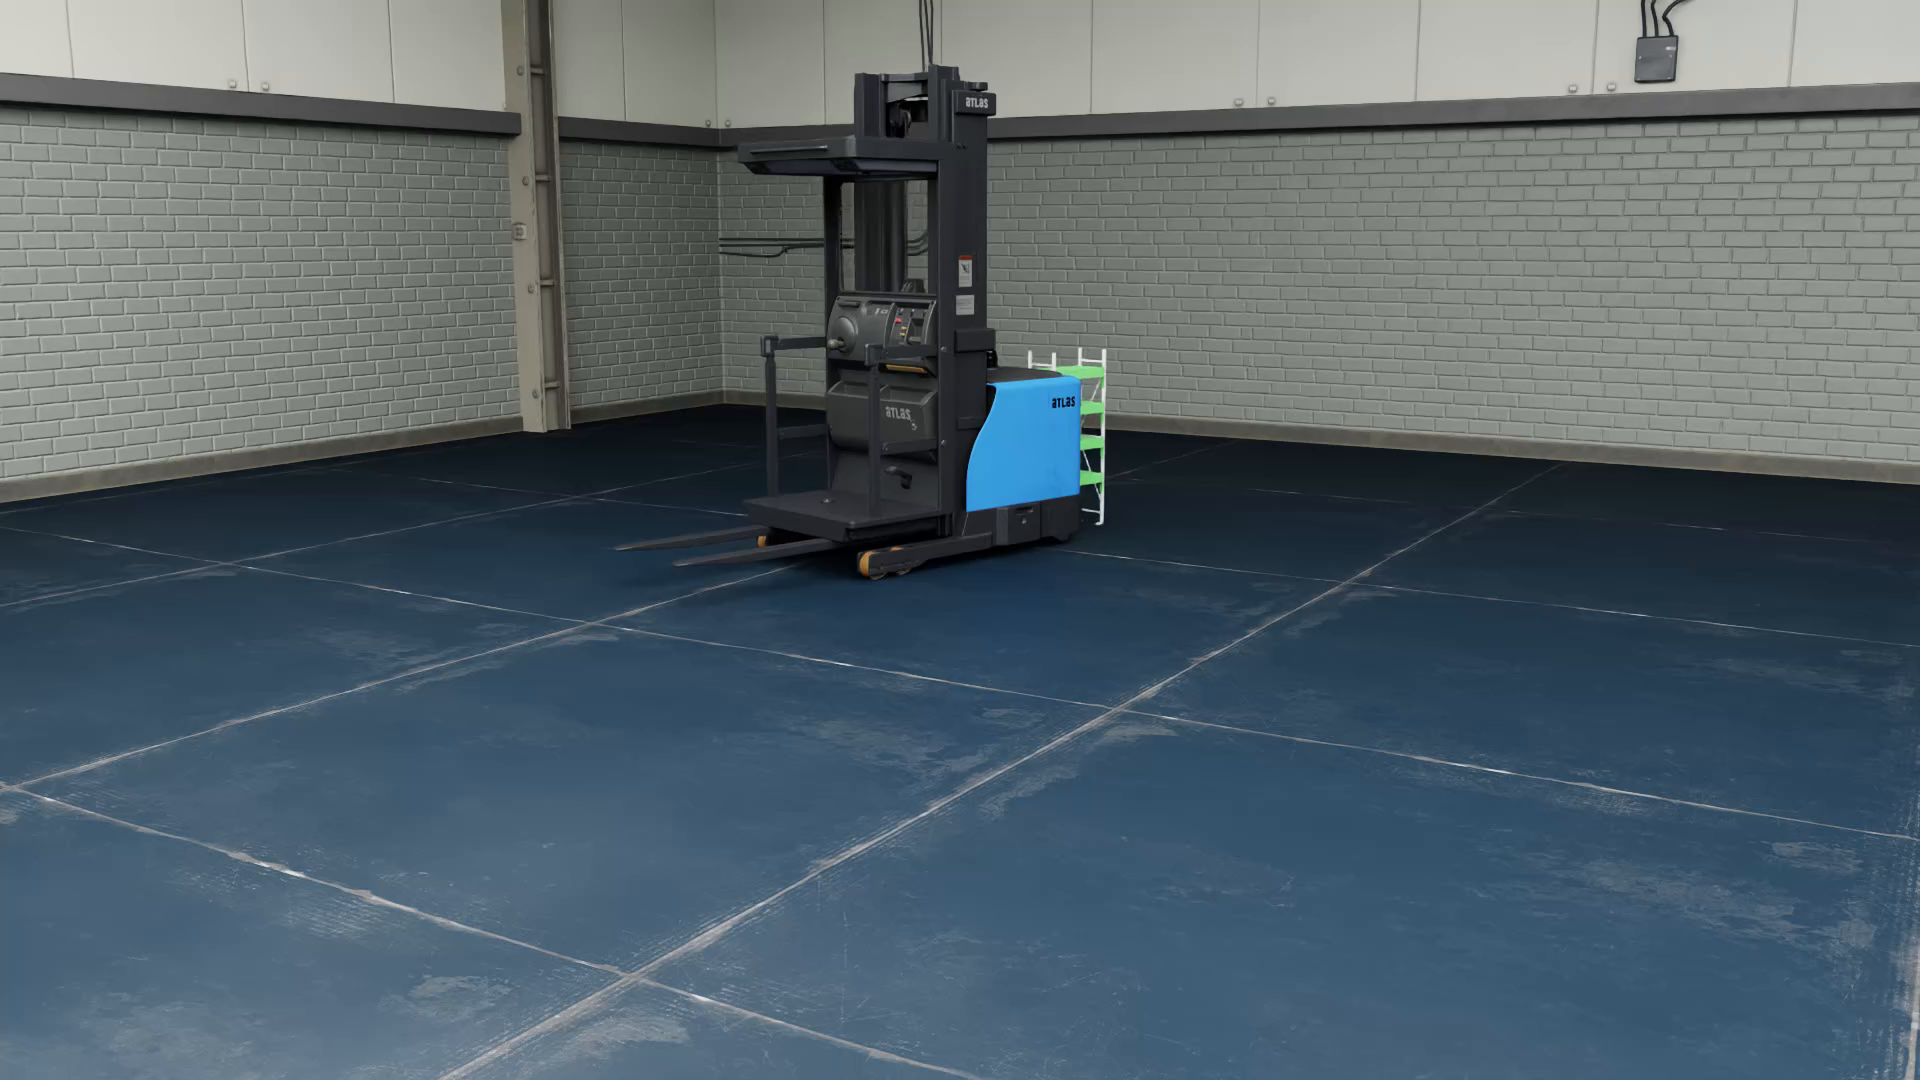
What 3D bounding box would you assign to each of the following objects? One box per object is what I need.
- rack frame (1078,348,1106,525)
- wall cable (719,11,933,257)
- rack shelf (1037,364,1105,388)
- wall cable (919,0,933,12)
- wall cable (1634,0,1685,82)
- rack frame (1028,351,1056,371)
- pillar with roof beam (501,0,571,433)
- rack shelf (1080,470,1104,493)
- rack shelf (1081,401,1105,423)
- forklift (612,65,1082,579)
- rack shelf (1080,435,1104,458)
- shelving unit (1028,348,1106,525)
[{"bbox_3d":[0.899,-0.712,11.411,0.015,1.200,0.240,-10,14,-42],"label":"rack frame"},{"bbox_3d":[-1.528,-4.352,18.097,3.097,2.526,0.112,6,12,31],"label":"wall cable"},{"bbox_3d":[0.720,-1.090,11.172,0.480,0.148,0.258,-10,14,-42],"label":"rack shelf"},{"bbox_3d":[0.784,-6.576,16.252,3.097,2.526,0.112,6,12,31],"label":"wall cable"},{"bbox_3d":[6.578,-6.640,12.641,2.305,6.003,0.169,6,12,31],"label":"wall cable"},{"bbox_3d":[0.540,-0.651,11.085,0.015,1.200,0.240,-10,14,-42],"label":"rack frame"},{"bbox_3d":[-0.508,-5.130,13.815,9.100,9.000,0.400,6,12,31],"label":"pillar with roof beam"},{"bbox_3d":[0.720,-0.383,11.304,0.480,0.148,0.258,-10,14,-42],"label":"rack shelf"},{"bbox_3d":[0.720,-0.855,11.216,0.480,0.148,0.258,-10,14,-42],"label":"rack shelf"},{"bbox_3d":[-0.632,-1.319,9.948,3.031,2.935,1.130,-10,14,-42],"label":"forklift"},{"bbox_3d":[0.720,-0.619,11.260,0.480,0.148,0.258,-10,14,-42],"label":"rack shelf"},{"bbox_3d":[0.720,-0.681,11.248,0.503,1.200,0.258,-10,14,-42],"label":"shelving unit"}]
